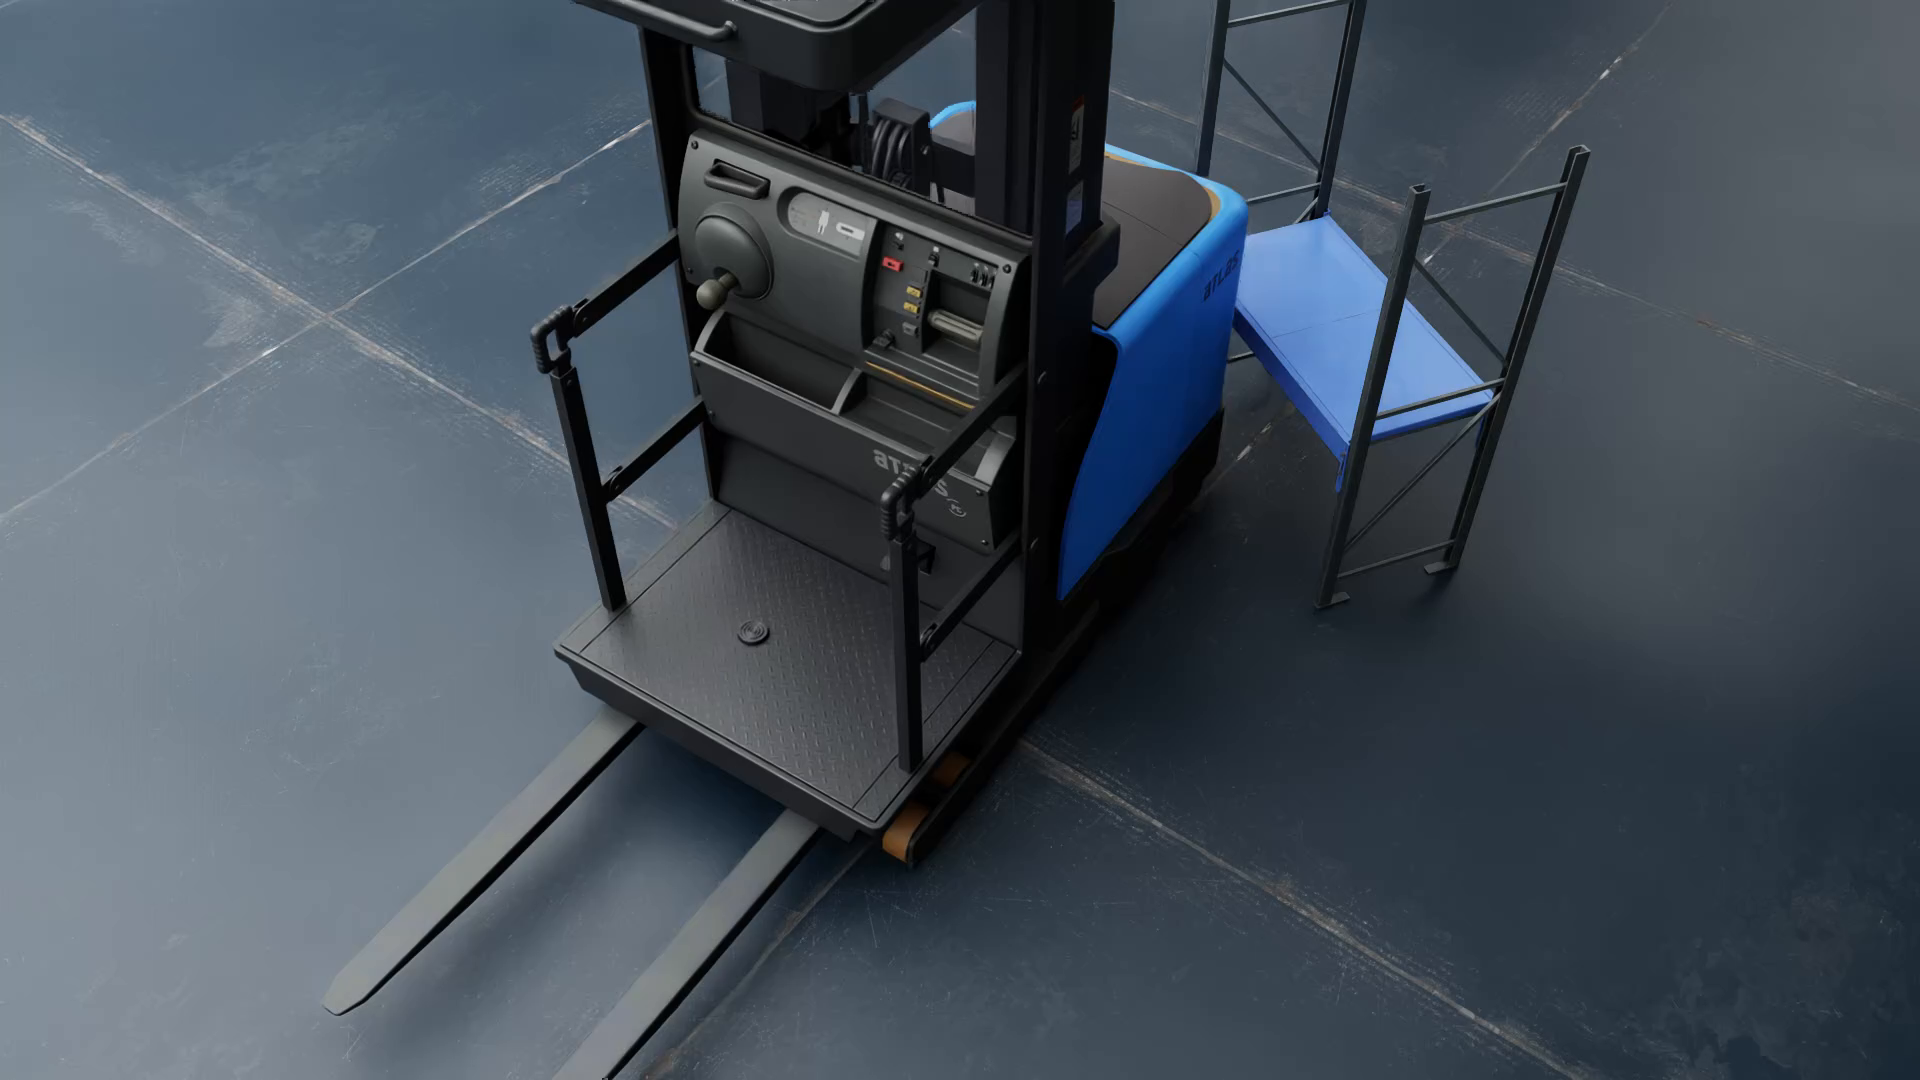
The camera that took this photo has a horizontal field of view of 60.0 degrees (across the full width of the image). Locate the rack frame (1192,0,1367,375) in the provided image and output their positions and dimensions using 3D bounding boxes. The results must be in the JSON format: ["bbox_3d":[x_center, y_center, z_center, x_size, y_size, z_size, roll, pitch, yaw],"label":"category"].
[{"bbox_3d":[0.944,-1.068,5.233,0.500,1.500,0.032,-16,48,-15],"label":"rack frame"}]

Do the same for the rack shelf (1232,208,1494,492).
[{"bbox_3d":[1.129,-0.601,5.036,0.538,0.185,1.000,-16,48,-15],"label":"rack shelf"}]

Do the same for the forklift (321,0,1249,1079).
[{"bbox_3d":[-0.393,-0.553,3.751,1.130,2.935,3.031,25,51,22],"label":"forklift"}]

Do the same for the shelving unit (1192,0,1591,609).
[{"bbox_3d":[1.129,-0.726,4.906,0.538,1.500,1.048,-16,48,-15],"label":"shelving unit"}]

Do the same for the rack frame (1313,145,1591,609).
[{"bbox_3d":[1.314,-0.383,4.579,0.500,1.500,0.032,-16,48,-15],"label":"rack frame"}]
